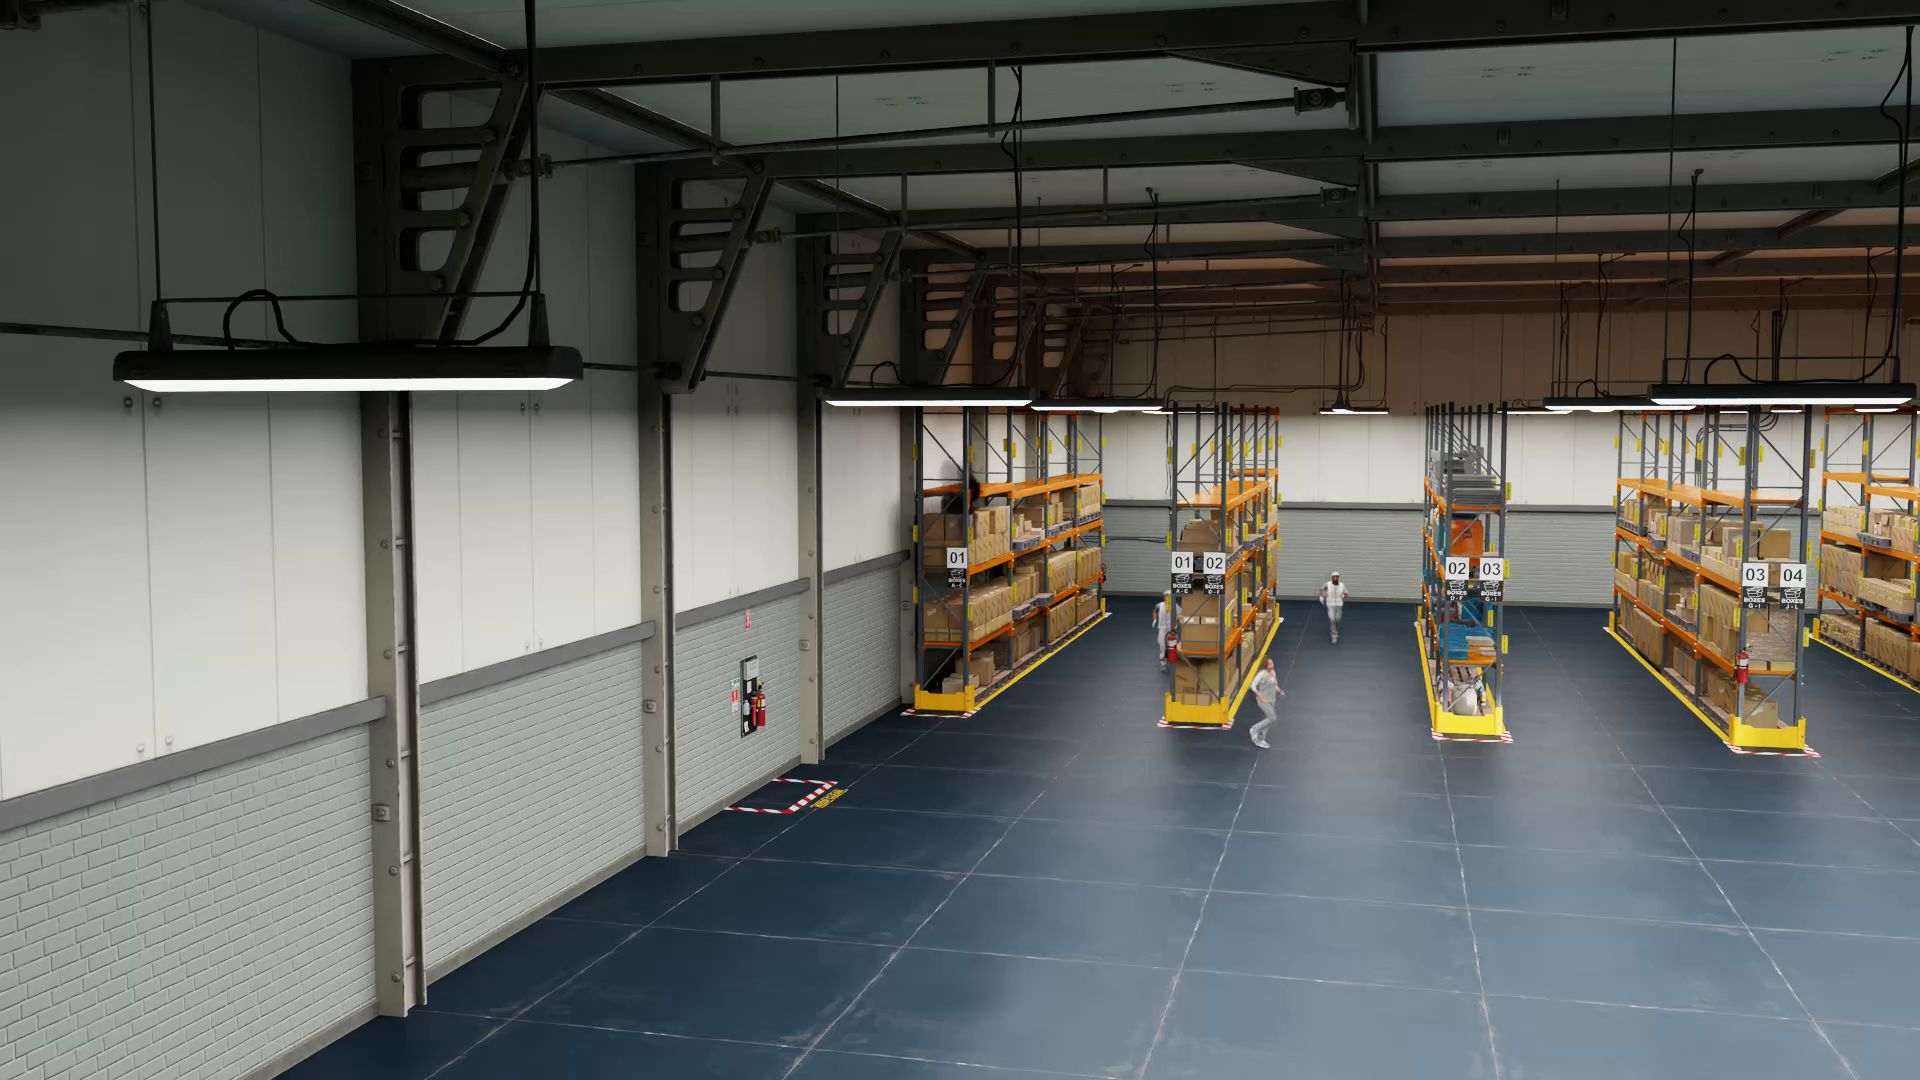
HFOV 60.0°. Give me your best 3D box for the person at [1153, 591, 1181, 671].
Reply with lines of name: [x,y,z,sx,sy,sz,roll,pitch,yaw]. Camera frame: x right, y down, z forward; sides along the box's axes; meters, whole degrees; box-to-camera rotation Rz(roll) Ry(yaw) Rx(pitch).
person: [4.678,2.025,37.557,0.659,1.773,1.003,1,4,9]

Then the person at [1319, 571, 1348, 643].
person: [9.554,1.683,42.391,0.700,1.762,1.017,0,4,1]

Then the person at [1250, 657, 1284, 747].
person: [5.344,2.816,28.826,0.523,1.568,0.549,-4,6,-45]
